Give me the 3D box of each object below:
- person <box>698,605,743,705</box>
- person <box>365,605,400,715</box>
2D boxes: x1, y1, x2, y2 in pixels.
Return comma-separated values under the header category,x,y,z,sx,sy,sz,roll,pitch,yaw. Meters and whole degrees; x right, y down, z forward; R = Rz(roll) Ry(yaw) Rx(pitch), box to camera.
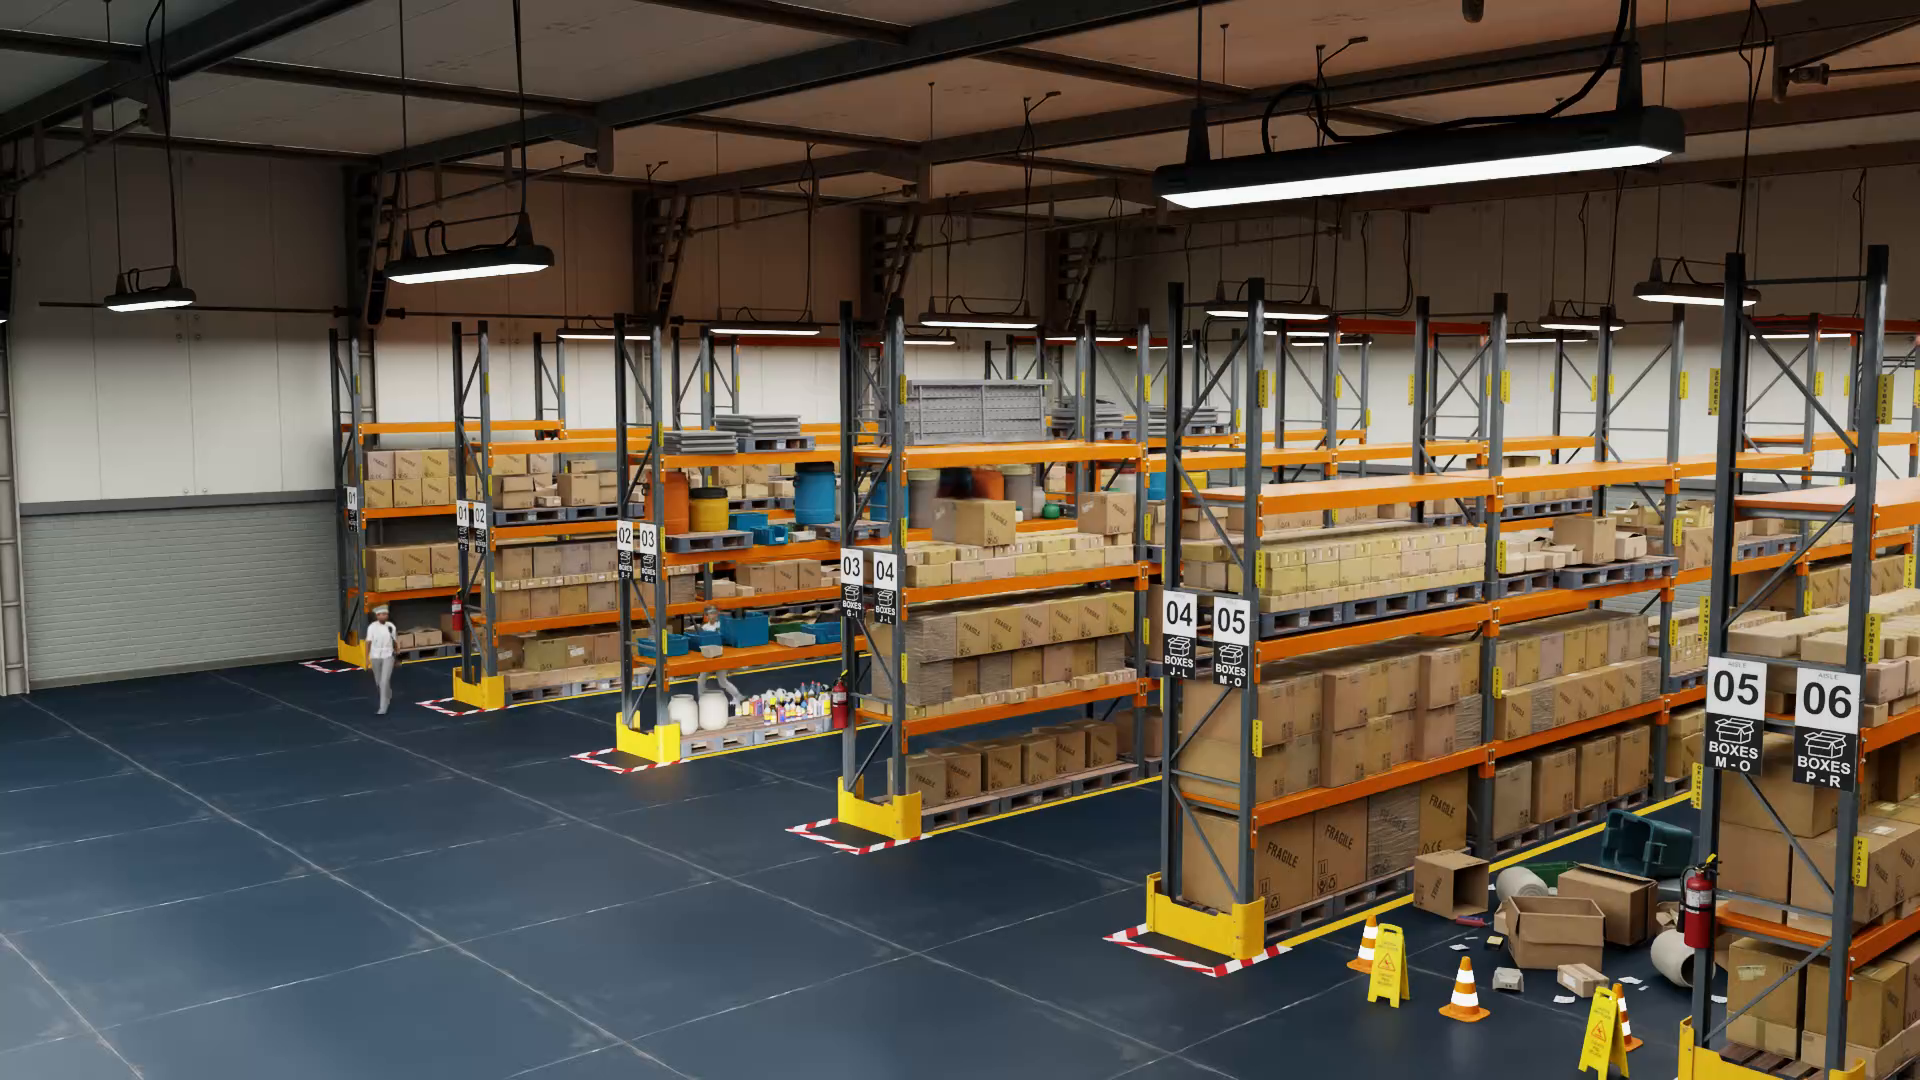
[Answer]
category,x,y,z,sx,sy,sz,roll,pitch,yaw
person,-3.786,1.813,25.571,0.578,1.646,0.902,4,7,37
person,-8.899,1.809,25.639,0.431,1.650,0.914,0,6,0
